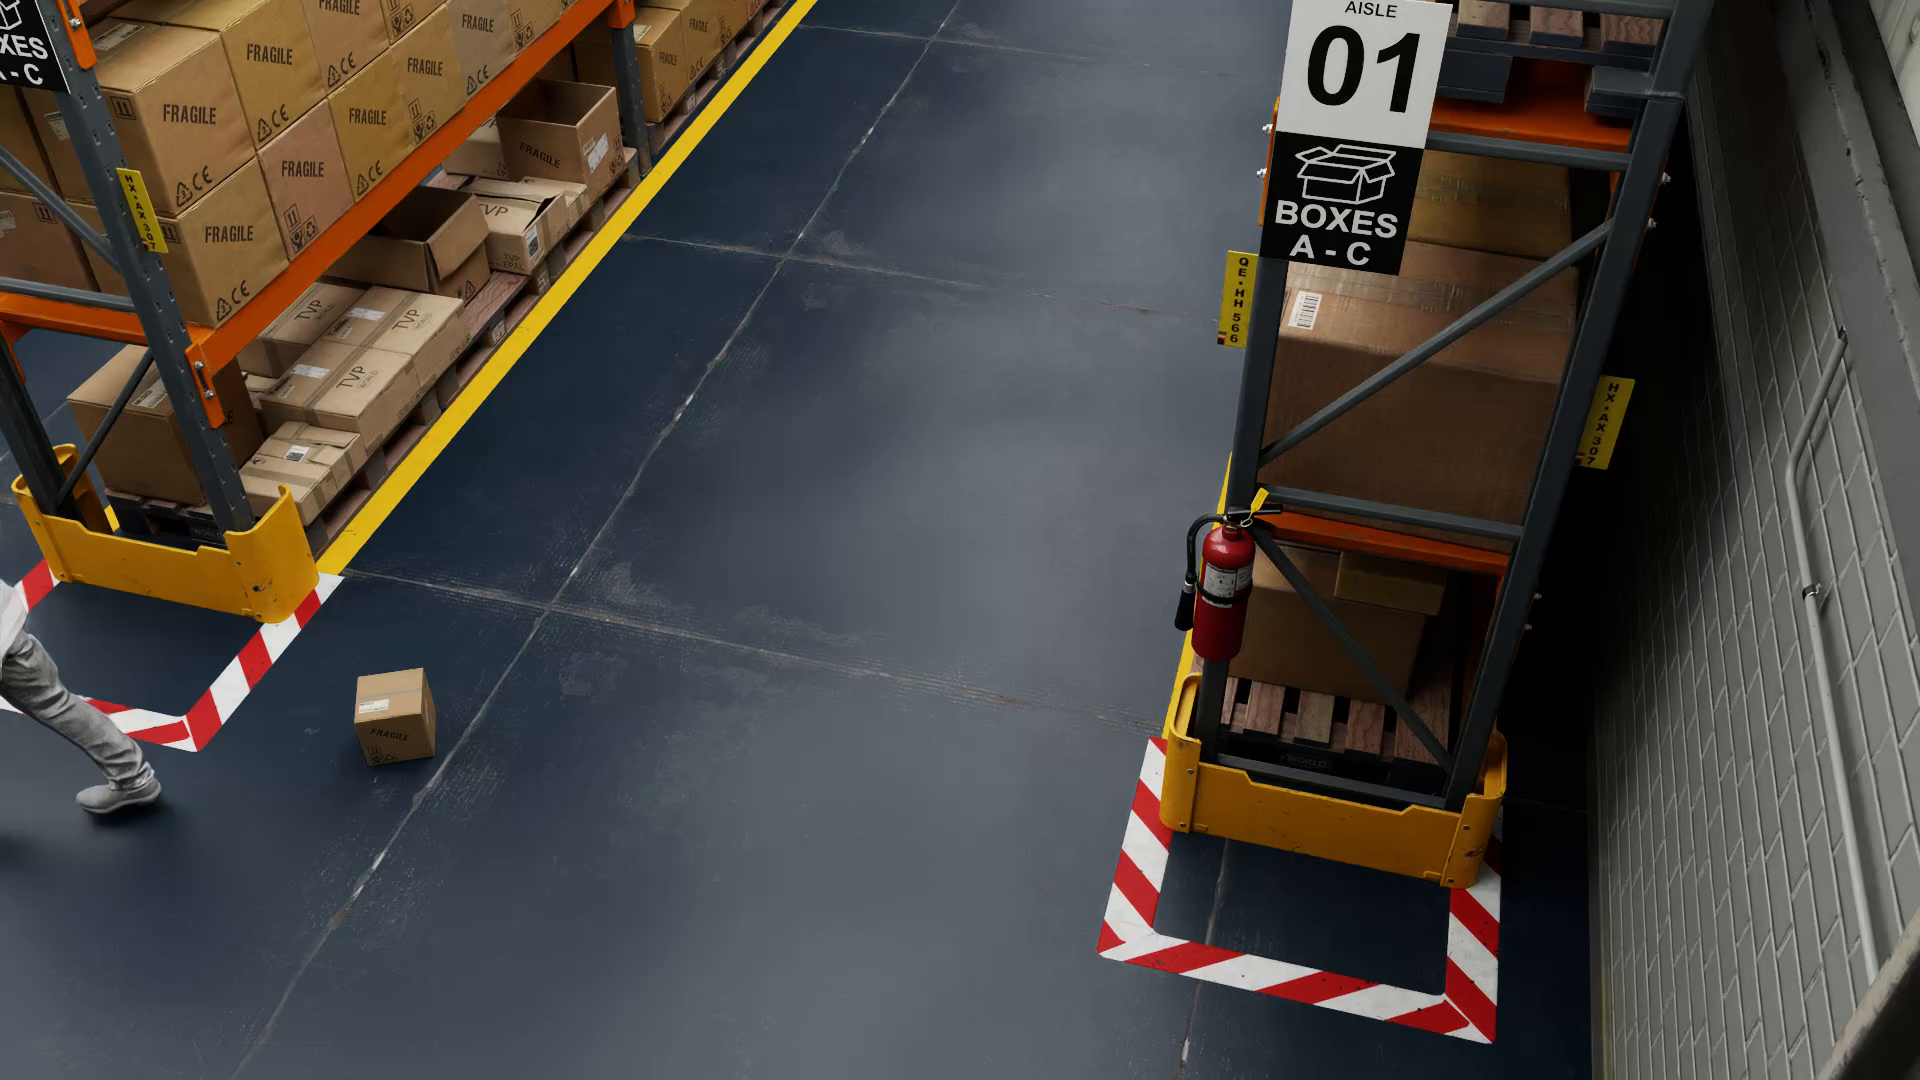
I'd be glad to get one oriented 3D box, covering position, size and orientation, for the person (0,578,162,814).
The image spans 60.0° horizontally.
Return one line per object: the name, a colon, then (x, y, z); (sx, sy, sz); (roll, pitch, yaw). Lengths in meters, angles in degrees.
person: (-3.515, 0.337, 5.730); (0.999, 1.731, 0.605); (1, 41, 1)
